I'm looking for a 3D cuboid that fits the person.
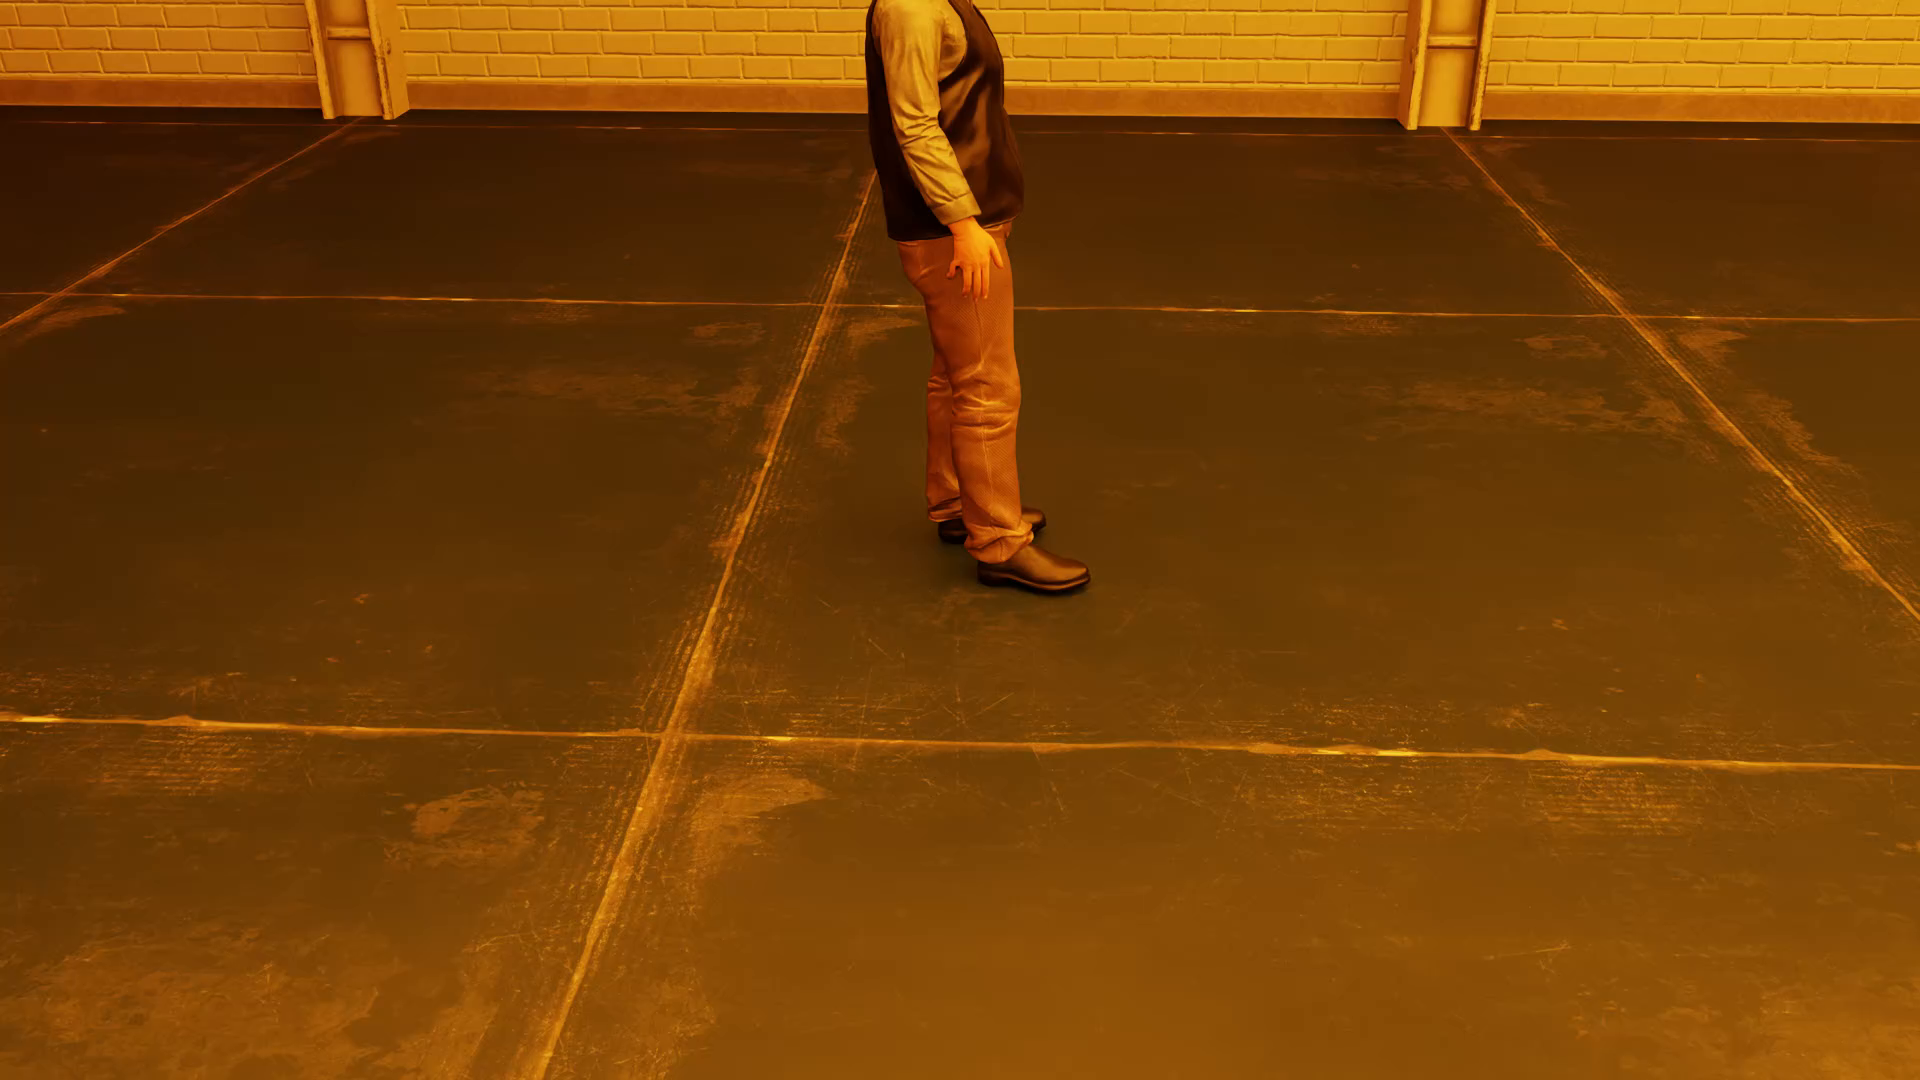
[{"bbox_3d":[0.061,-0.774,4.128,0.568,1.720,0.632,1,26,2],"label":"person"}]
